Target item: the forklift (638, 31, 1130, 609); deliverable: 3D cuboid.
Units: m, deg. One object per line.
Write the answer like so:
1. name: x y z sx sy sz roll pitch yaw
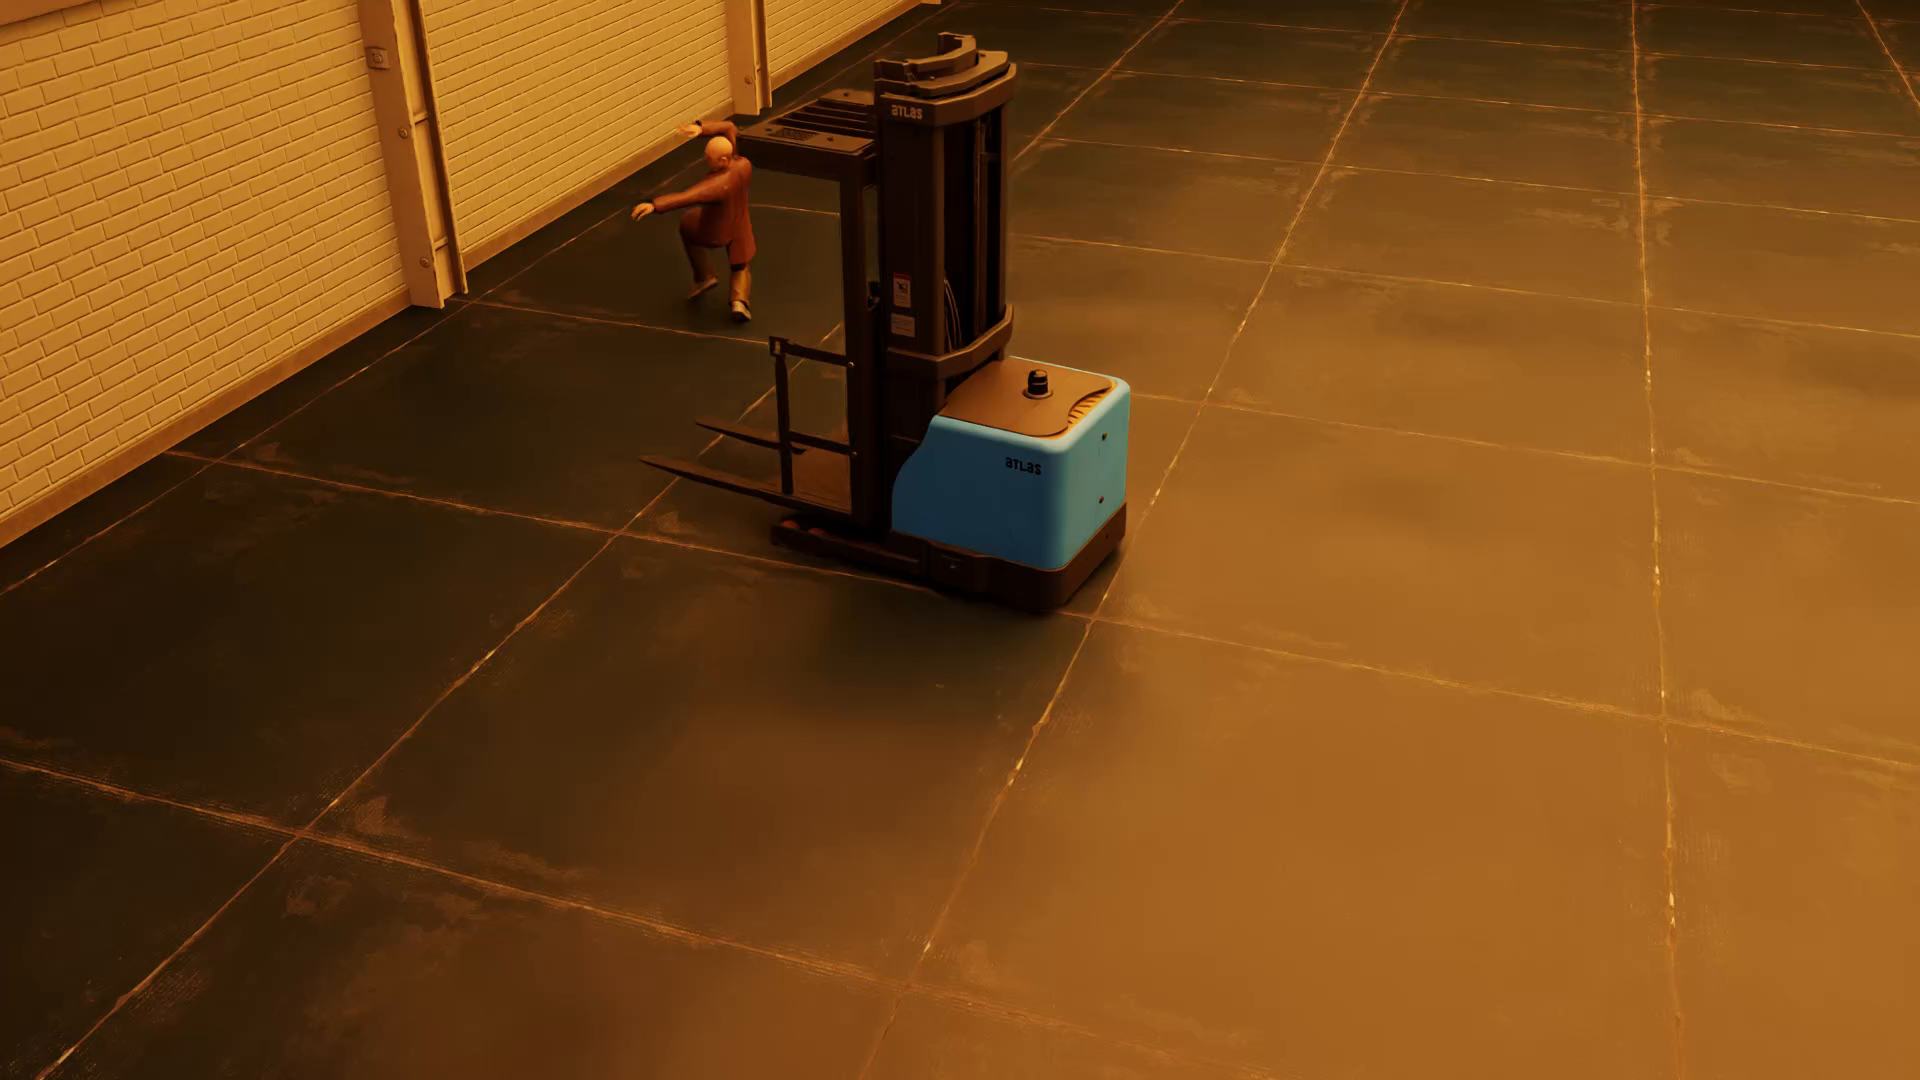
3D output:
1. forklift: -0.554 -1.393 9.580 3.031 2.935 1.130 15 33 24

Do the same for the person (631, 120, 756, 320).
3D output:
1. person: -2.116 -2.436 12.867 1.143 1.556 0.939 -17 34 -28
